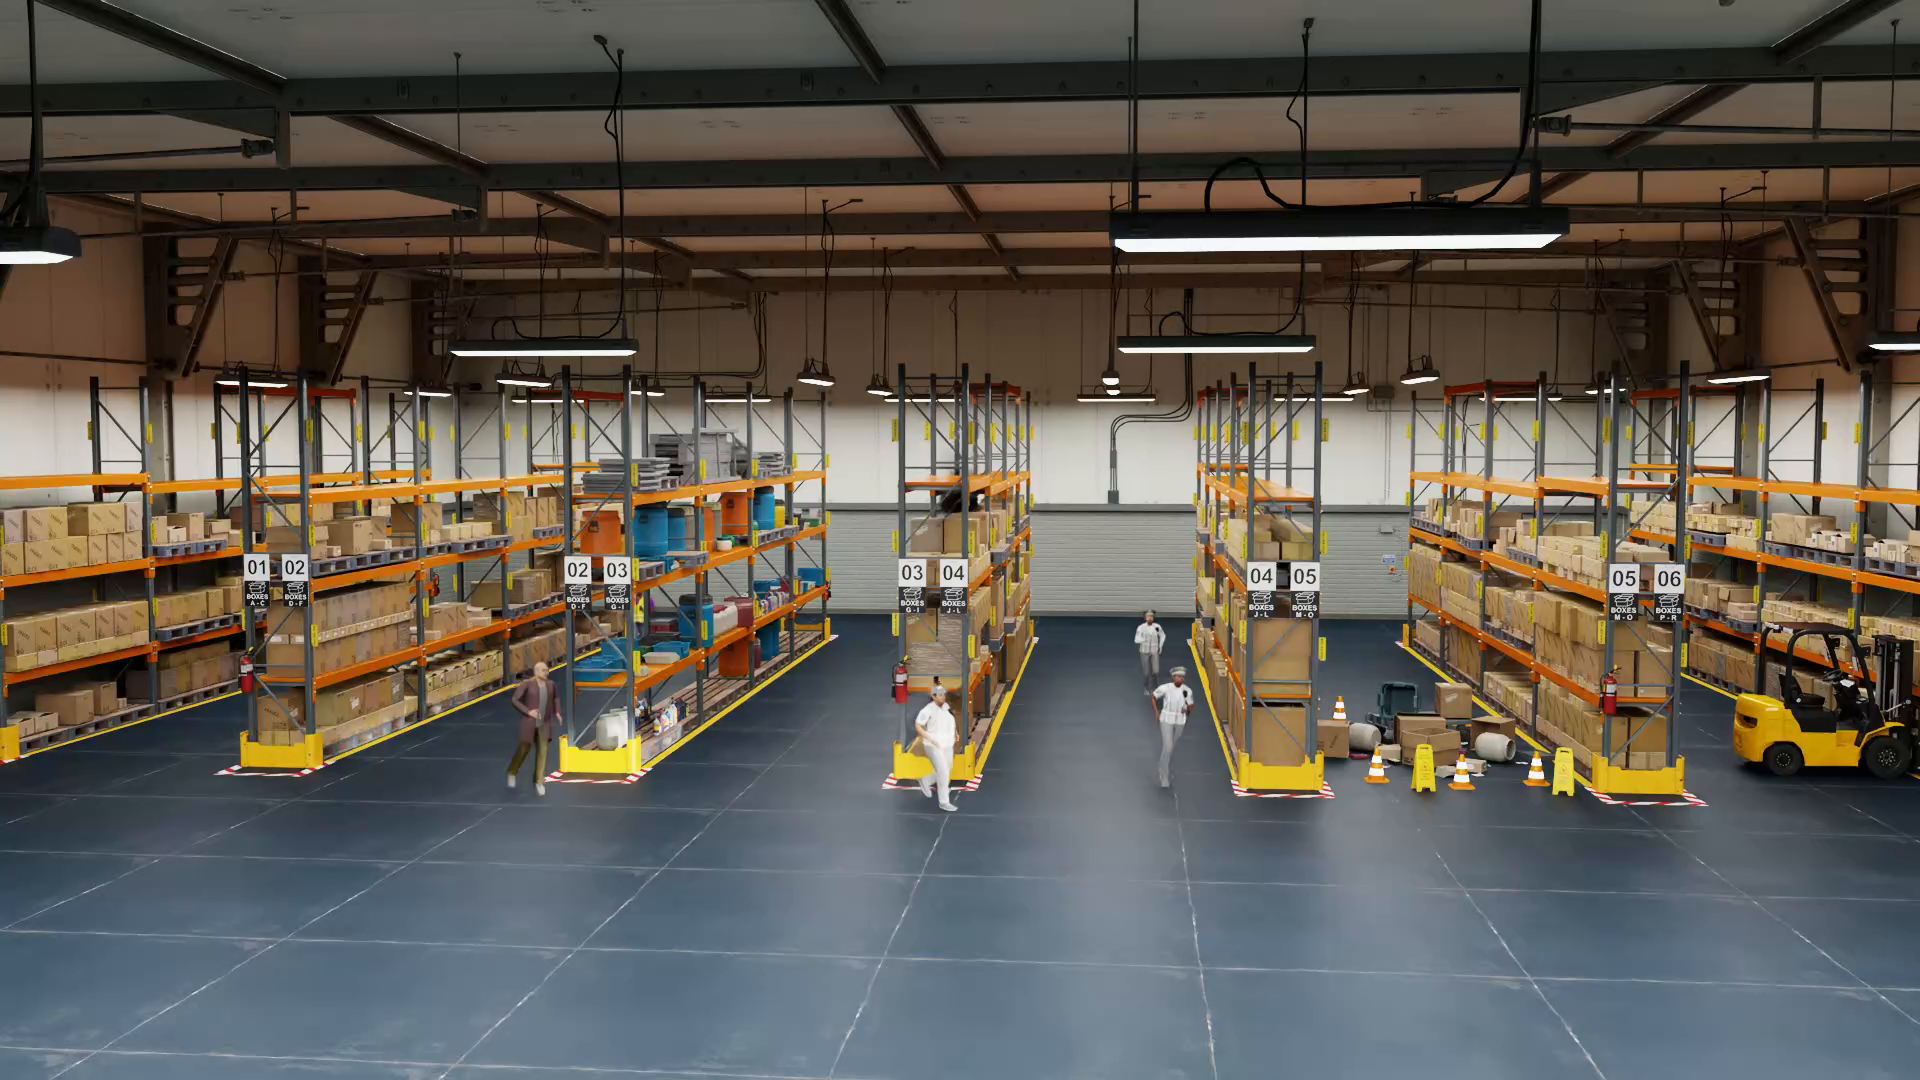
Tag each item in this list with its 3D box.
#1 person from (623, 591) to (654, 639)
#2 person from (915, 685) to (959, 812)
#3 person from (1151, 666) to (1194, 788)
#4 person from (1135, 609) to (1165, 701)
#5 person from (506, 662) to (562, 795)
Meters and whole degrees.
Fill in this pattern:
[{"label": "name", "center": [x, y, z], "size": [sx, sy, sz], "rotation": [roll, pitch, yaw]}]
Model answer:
[{"label": "person", "center": [-6.922, 1.803, 35.809], "size": [0.685, 1.797, 0.901], "rotation": [0, 4, -3]}, {"label": "person", "center": [-0.324, 2.754, 22.214], "size": [0.777, 1.649, 0.624], "rotation": [3, 5, 42]}, {"label": "person", "center": [3.055, 2.657, 23.860], "size": [0.574, 1.736, 0.776], "rotation": [-1, 4, -13]}, {"label": "person", "center": [3.575, 2.156, 31.225], "size": [0.592, 1.734, 0.684], "rotation": [0, 4, 3]}, {"label": "person", "center": [-5.913, 2.607, 23.338], "size": [0.773, 1.778, 0.936], "rotation": [-3, 5, -38]}]
